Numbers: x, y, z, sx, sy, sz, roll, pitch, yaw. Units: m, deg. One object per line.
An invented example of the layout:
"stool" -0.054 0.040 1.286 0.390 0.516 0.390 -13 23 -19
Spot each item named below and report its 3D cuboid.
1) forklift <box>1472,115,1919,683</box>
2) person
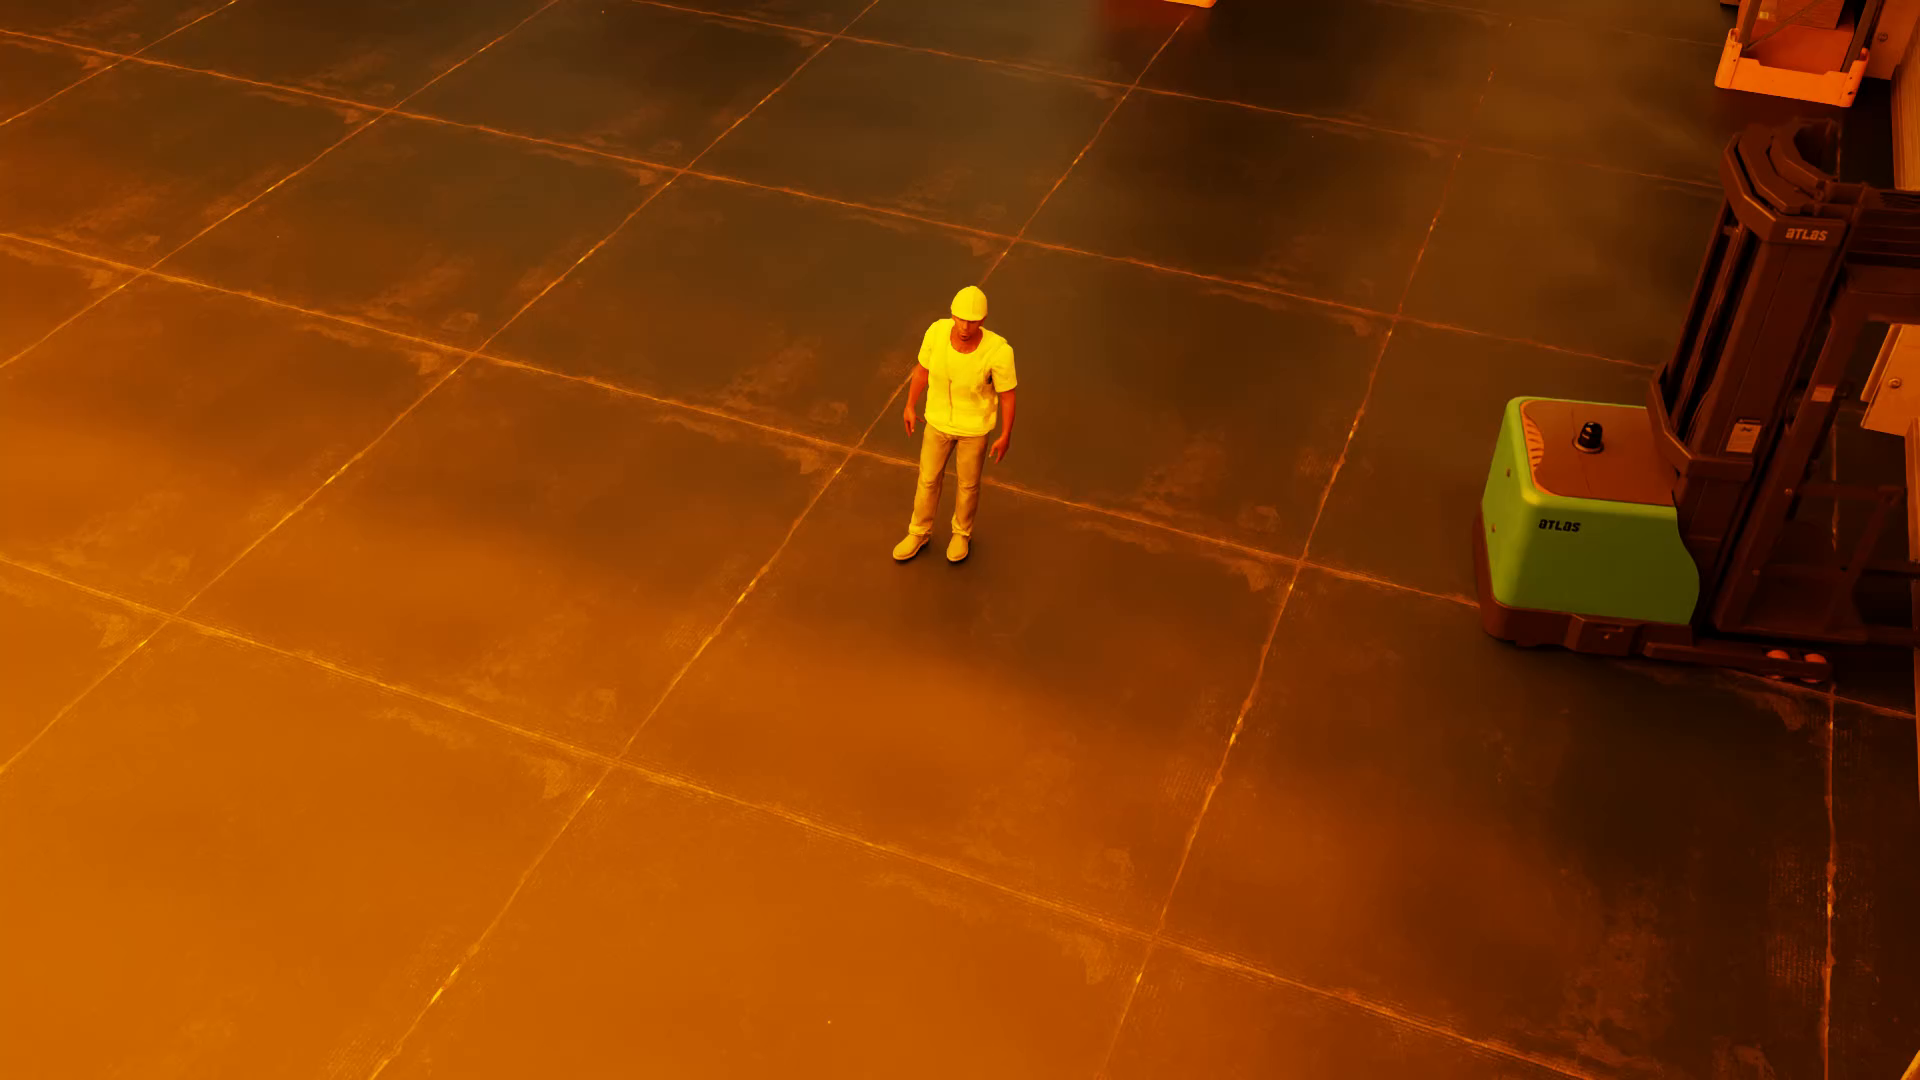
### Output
"forklift" 4.577 -0.691 8.832 3.031 2.935 1.130 6 40 7
"person" -0.032 -0.642 9.670 0.665 1.768 0.575 15 42 17
